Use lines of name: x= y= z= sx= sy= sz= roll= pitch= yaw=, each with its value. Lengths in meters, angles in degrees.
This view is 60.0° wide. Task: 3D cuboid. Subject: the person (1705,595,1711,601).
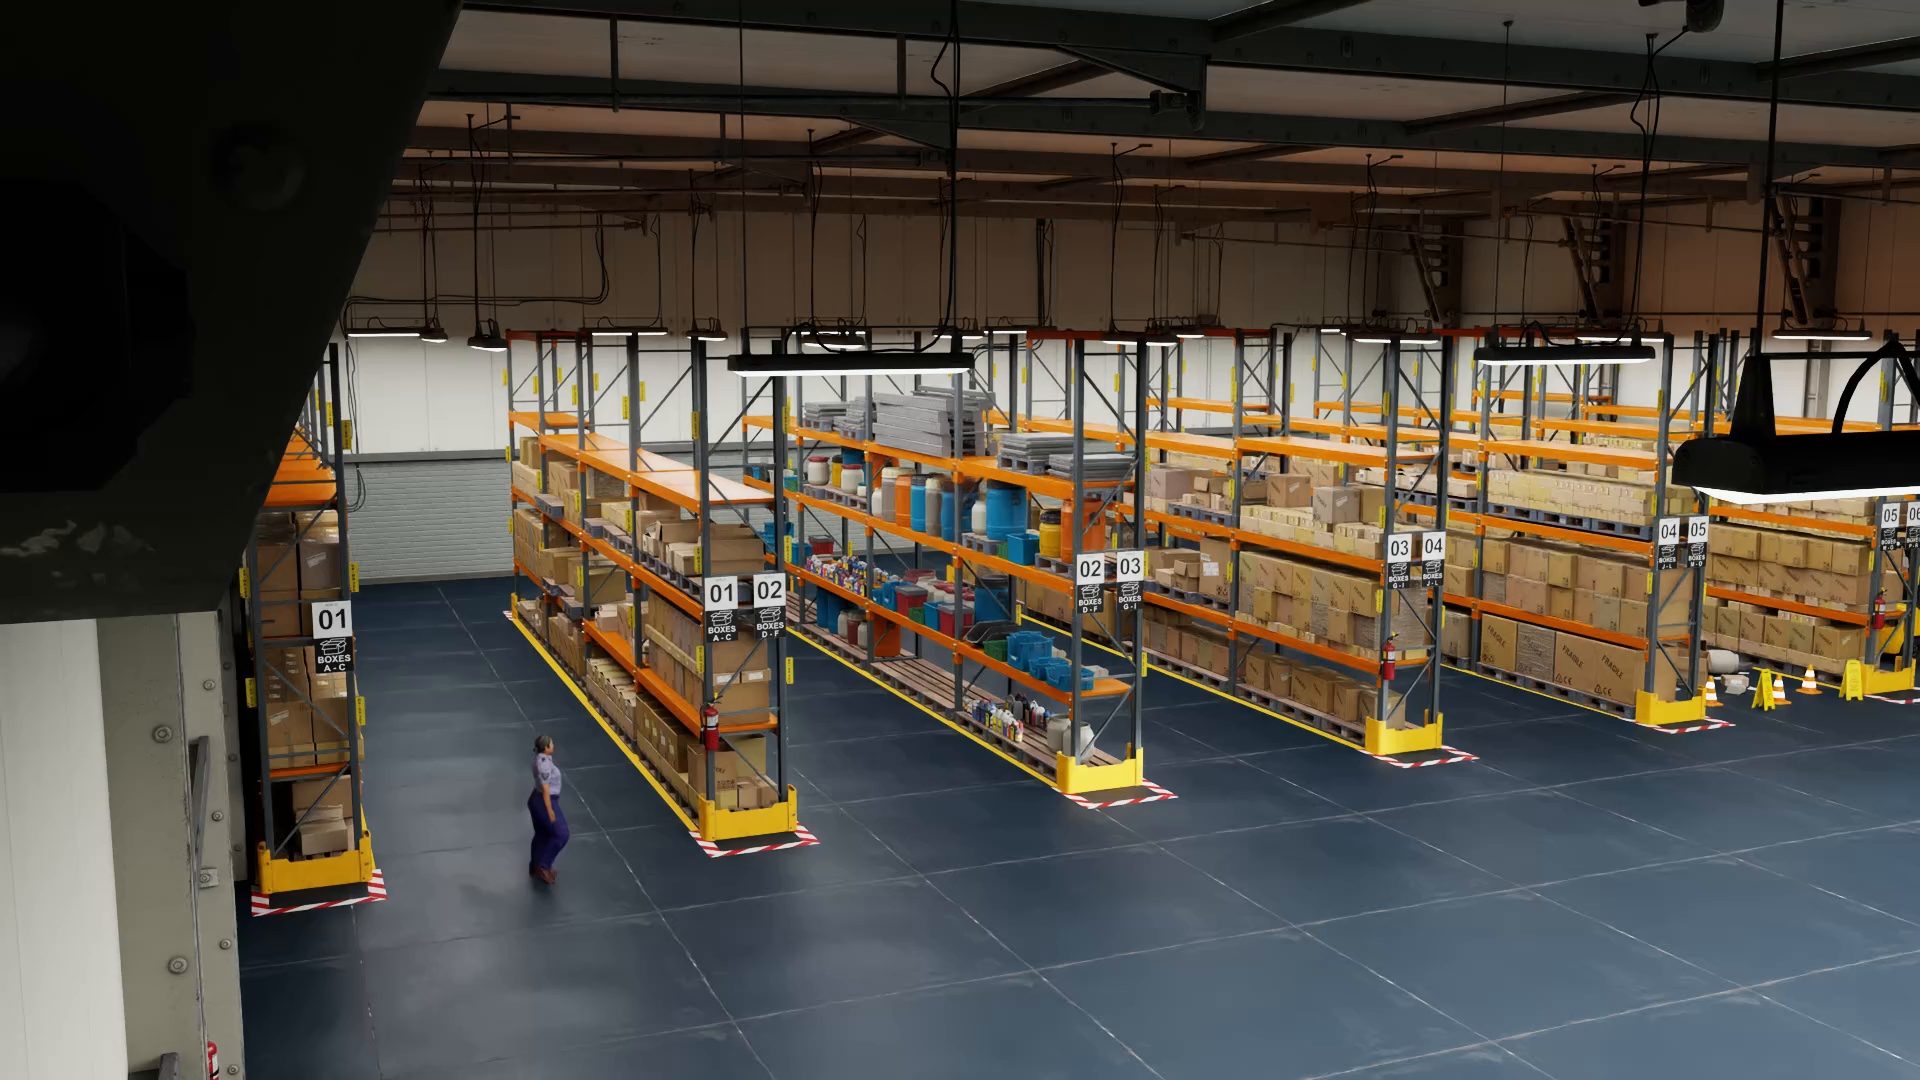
person: x=15.251 y=0.937 z=33.806 sx=0.557 sy=1.638 sz=0.603 roll=-7 pitch=10 yaw=-42

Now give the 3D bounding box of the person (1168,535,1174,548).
person: x=5.477 y=-0.443 z=43.433 sx=0.831 sy=1.743 sz=0.569 roll=-7 pitch=11 yaw=-43

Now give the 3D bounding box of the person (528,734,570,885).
person: x=-4.627 y=2.994 z=18.633 sx=0.423 sy=1.671 sz=0.507 roll=-3 pitch=8 yaw=-20

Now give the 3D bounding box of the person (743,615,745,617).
person: x=-3.946 y=1.588 z=28.508 sx=0.566 sy=1.775 sz=0.498 roll=1 pitch=8 yaw=9
